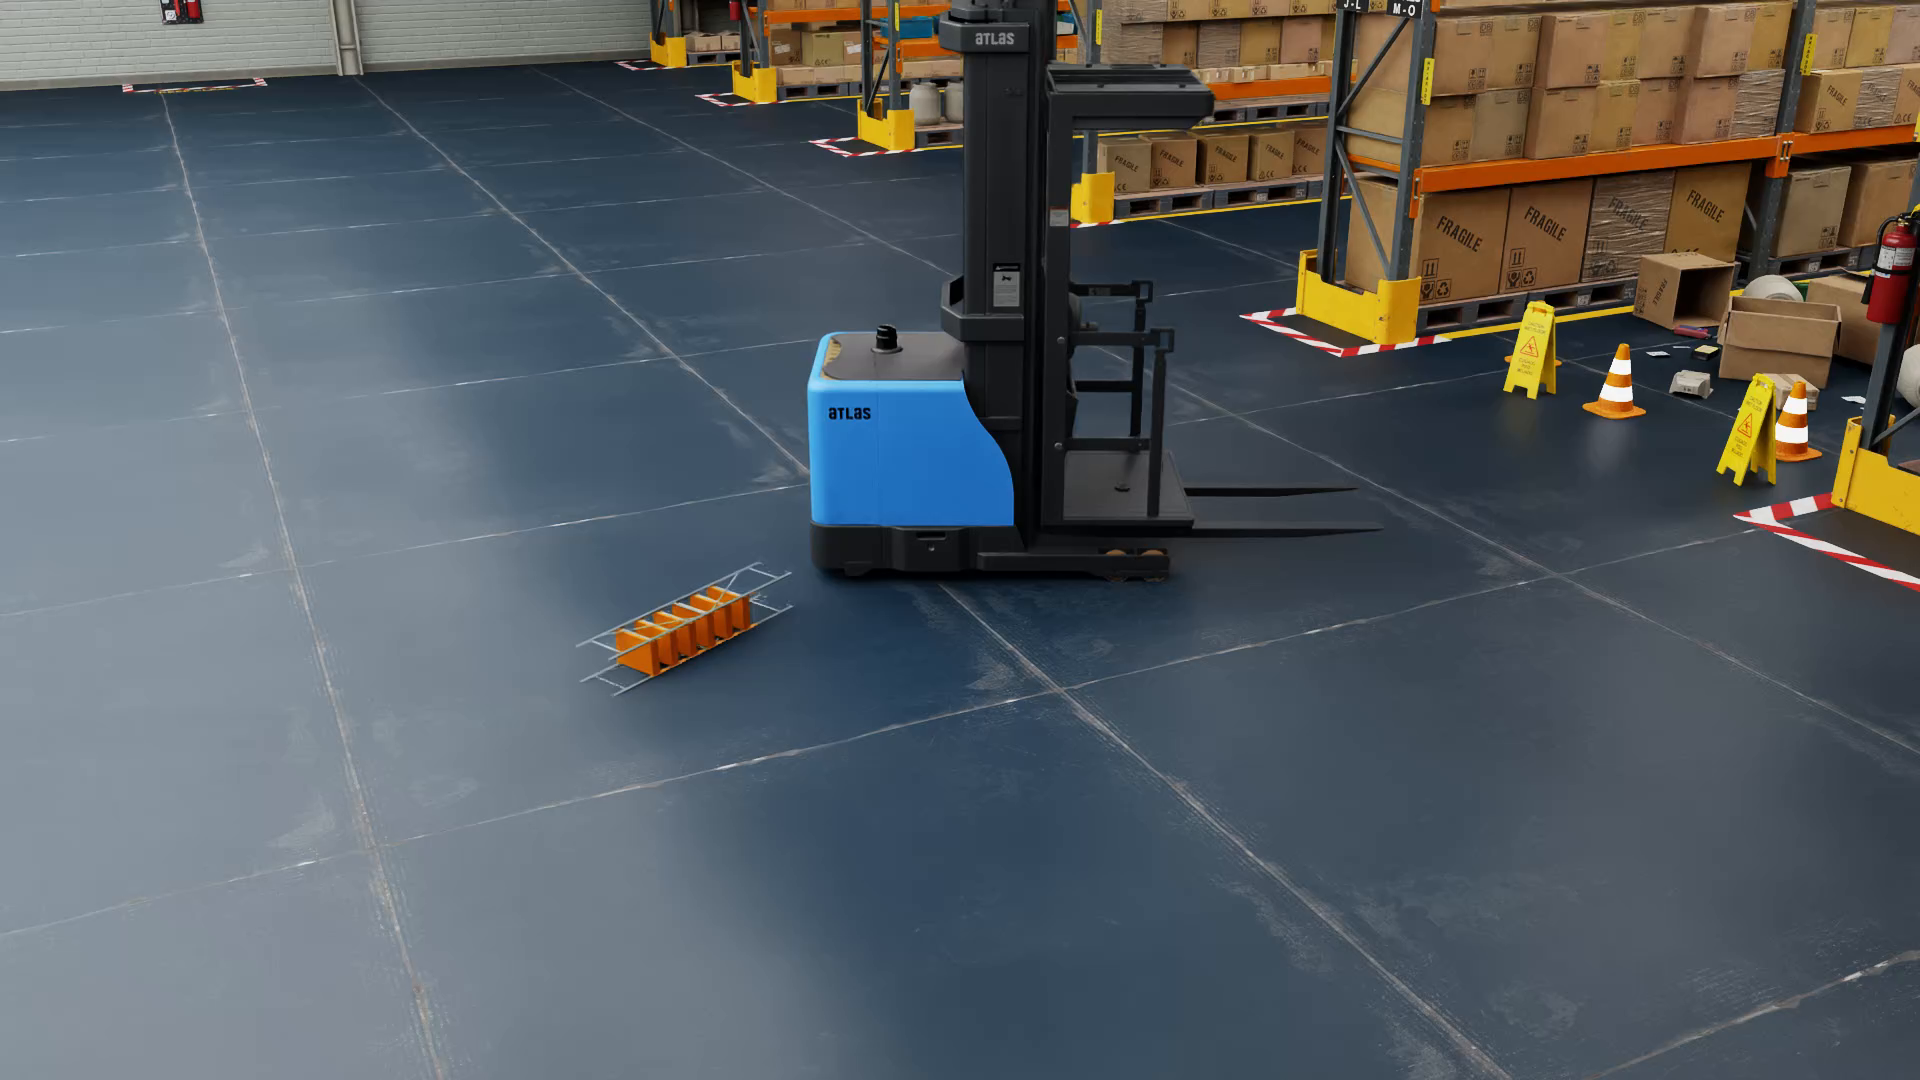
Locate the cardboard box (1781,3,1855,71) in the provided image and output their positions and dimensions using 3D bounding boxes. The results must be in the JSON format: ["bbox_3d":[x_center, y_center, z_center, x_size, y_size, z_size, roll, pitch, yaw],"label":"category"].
[{"bbox_3d":[7.240,-4.374,14.433,0.500,0.500,0.700,-11,25,-25],"label":"cardboard box"}]

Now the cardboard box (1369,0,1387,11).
[{"bbox_3d":[4.449,-5.983,17.932,0.500,0.500,0.500,-10,25,-24],"label":"cardboard box"}]

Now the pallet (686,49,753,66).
[{"bbox_3d":[-4.498,-8.812,30.238,1.213,0.211,1.003,-10,25,-24],"label":"pallet"}]

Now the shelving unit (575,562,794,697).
[{"bbox_3d":[-1.294,0.410,7.974,0.258,0.189,1.200,16,28,34],"label":"shelving unit"}]

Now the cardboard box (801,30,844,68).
[{"bbox_3d":[-2.132,-7.624,25.789,0.500,0.500,0.500,-10,25,-24],"label":"cardboard box"}]

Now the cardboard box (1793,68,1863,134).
[{"bbox_3d":[7.386,-3.822,14.407,0.500,0.500,0.500,-10,25,-23],"label":"cardboard box"}]

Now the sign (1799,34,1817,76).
[{"bbox_3d":[7.038,-4.027,13.797,0.005,0.325,0.100,-10,25,-24],"label":"sign"}]

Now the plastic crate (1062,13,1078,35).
[{"bbox_3d":[1.708,-6.868,22.092,0.616,0.251,0.499,-10,25,-24],"label":"plastic crate"}]

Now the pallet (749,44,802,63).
[{"bbox_3d":[-3.400,-9.013,30.723,1.213,0.211,1.003,-10,25,-24],"label":"pallet"}]

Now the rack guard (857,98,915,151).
[{"bbox_3d":[-0.969,-5.425,21.678,0.348,0.500,1.175,-10,25,-24],"label":"rack guard"}]

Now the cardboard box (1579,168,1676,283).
[{"bbox_3d":[5.388,-2.763,14.207,0.875,0.875,0.875,-10,25,-23],"label":"cardboard box"}]

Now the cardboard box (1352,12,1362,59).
[{"bbox_3d":[4.303,-5.638,18.404,0.500,0.500,0.875,-10,25,-24],"label":"cardboard box"}]

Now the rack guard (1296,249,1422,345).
[{"bbox_3d":[3.170,-1.959,13.305,0.348,0.500,1.175,-10,25,-24],"label":"rack guard"}]

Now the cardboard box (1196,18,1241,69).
[{"bbox_3d":[2.506,-5.302,17.592,0.500,0.500,0.875,-10,25,-24],"label":"cardboard box"}]

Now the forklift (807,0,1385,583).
[{"bbox_3d":[0.732,-1.337,8.624,3.031,2.935,1.130,0,22,0],"label":"forklift"}]

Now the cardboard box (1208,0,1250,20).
[{"bbox_3d":[2.648,-5.651,17.129,0.500,0.500,0.500,-10,25,-24],"label":"cardboard box"}]

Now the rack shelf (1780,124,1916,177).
[{"bbox_3d":[8.598,-3.781,15.378,4.000,0.370,1.077,-10,25,-24],"label":"rack shelf"}]

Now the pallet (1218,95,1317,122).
[{"bbox_3d":[4.379,-6.273,24.106,1.213,0.211,1.003,-10,25,-24],"label":"pallet"}]

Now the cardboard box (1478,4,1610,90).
[{"bbox_3d":[4.562,-3.903,13.126,0.550,0.550,0.875,-10,25,-24],"label":"cardboard box"}]

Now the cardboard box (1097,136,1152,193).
[{"bbox_3d":[1.701,-3.981,17.640,0.500,0.500,0.500,-6,23,-14],"label":"cardboard box"}]

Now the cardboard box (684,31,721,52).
[{"bbox_3d":[-4.651,-9.010,30.010,0.500,0.311,0.500,-14,26,-30],"label":"cardboard box"}]

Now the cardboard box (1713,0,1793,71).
[{"bbox_3d":[6.448,-4.300,14.085,0.550,0.550,0.875,-10,25,-24],"label":"cardboard box"}]

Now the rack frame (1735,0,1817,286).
[{"bbox_3d":[6.796,-3.781,14.439,0.127,3.000,1.000,-10,25,-24],"label":"rack frame"}]

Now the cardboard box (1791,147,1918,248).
[{"bbox_3d":[8.187,-3.228,15.496,0.750,0.750,1.050,-10,25,-24],"label":"cardboard box"}]

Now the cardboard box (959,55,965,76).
[{"bbox_3d":[0.119,-7.693,26.936,0.500,0.250,0.500,-10,25,-24],"label":"cardboard box"}]

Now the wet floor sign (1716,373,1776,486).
[{"bbox_3d":[4.794,-0.678,10.021,0.232,0.644,0.267,-2,23,-5],"label":"wet floor sign"}]

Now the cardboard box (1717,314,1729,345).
[{"bbox_3d":[6.045,-1.598,12.740,0.258,0.266,0.396,-6,23,-14],"label":"cardboard box"}]

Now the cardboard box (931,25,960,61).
[{"bbox_3d":[-0.336,-7.961,26.602,0.500,0.500,0.500,-10,25,-24],"label":"cardboard box"}]

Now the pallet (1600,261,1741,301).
[{"bbox_3d":[6.076,-2.394,14.733,1.213,0.211,1.003,-10,25,-24],"label":"pallet"}]

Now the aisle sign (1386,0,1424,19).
[{"bbox_3d":[3.258,-4.204,12.061,0.004,0.787,0.394,-10,25,-24],"label":"aisle sign"}]

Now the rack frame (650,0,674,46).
[{"bbox_3d":[-5.314,-9.965,29.378,0.127,3.000,1.000,-10,25,-24],"label":"rack frame"}]

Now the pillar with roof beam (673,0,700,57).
[{"bbox_3d":[-3.191,-11.667,25.647,0.400,9.000,9.100,-10,25,-24],"label":"pillar with roof beam"}]

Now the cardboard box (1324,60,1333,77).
[{"bbox_3d":[4.012,-5.115,17.991,0.250,0.149,0.380,-10,25,-24],"label":"cardboard box"}]

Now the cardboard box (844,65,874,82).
[{"bbox_3d":[-1.682,-7.361,26.134,0.500,0.250,0.500,-10,25,-24],"label":"cardboard box"}]

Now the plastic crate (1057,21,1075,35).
[{"bbox_3d":[1.234,-6.736,21.922,0.437,0.136,0.530,-10,25,-24],"label":"plastic crate"}]

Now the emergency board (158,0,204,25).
[{"bbox_3d":[-12.708,-8.987,27.016,0.643,1.169,0.194,-10,25,-24],"label":"emergency board"}]

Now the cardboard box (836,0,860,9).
[{"bbox_3d":[-1.815,-8.547,25.821,0.500,0.500,0.700,-10,25,-23],"label":"cardboard box"}]

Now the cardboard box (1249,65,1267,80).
[{"bbox_3d":[3.053,-4.995,17.701,0.250,0.149,0.380,-10,25,-24],"label":"cardboard box"}]

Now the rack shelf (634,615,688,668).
[{"bbox_3d":[-1.412,0.471,7.830,0.258,0.180,0.103,16,28,34],"label":"rack shelf"}]

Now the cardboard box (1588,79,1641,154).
[{"bbox_3d":[5.011,-3.515,13.599,0.500,0.550,0.875,-10,25,-24],"label":"cardboard box"}]

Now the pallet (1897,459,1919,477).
[{"bbox_3d":[6.245,-0.275,9.616,1.213,0.211,1.003,-10,25,-24],"label":"pallet"}]

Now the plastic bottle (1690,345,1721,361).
[{"bbox_3d":[5.651,-1.423,12.583,0.133,0.061,0.283,20,30,40],"label":"plastic bottle"}]

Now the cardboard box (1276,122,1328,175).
[{"bbox_3d":[3.845,-4.396,18.644,0.500,0.500,0.500,-3,23,-7],"label":"cardboard box"}]

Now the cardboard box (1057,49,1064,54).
[{"bbox_3d":[1.376,-8.169,27.351,0.500,0.311,0.500,-11,25,-24],"label":"cardboard box"}]

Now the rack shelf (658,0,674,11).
[{"bbox_3d":[-3.511,-9.964,30.317,4.000,0.370,1.077,-10,25,-24],"label":"rack shelf"}]

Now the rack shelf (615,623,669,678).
[{"bbox_3d":[-1.485,0.508,7.742,0.258,0.180,0.103,16,28,34],"label":"rack shelf"}]
